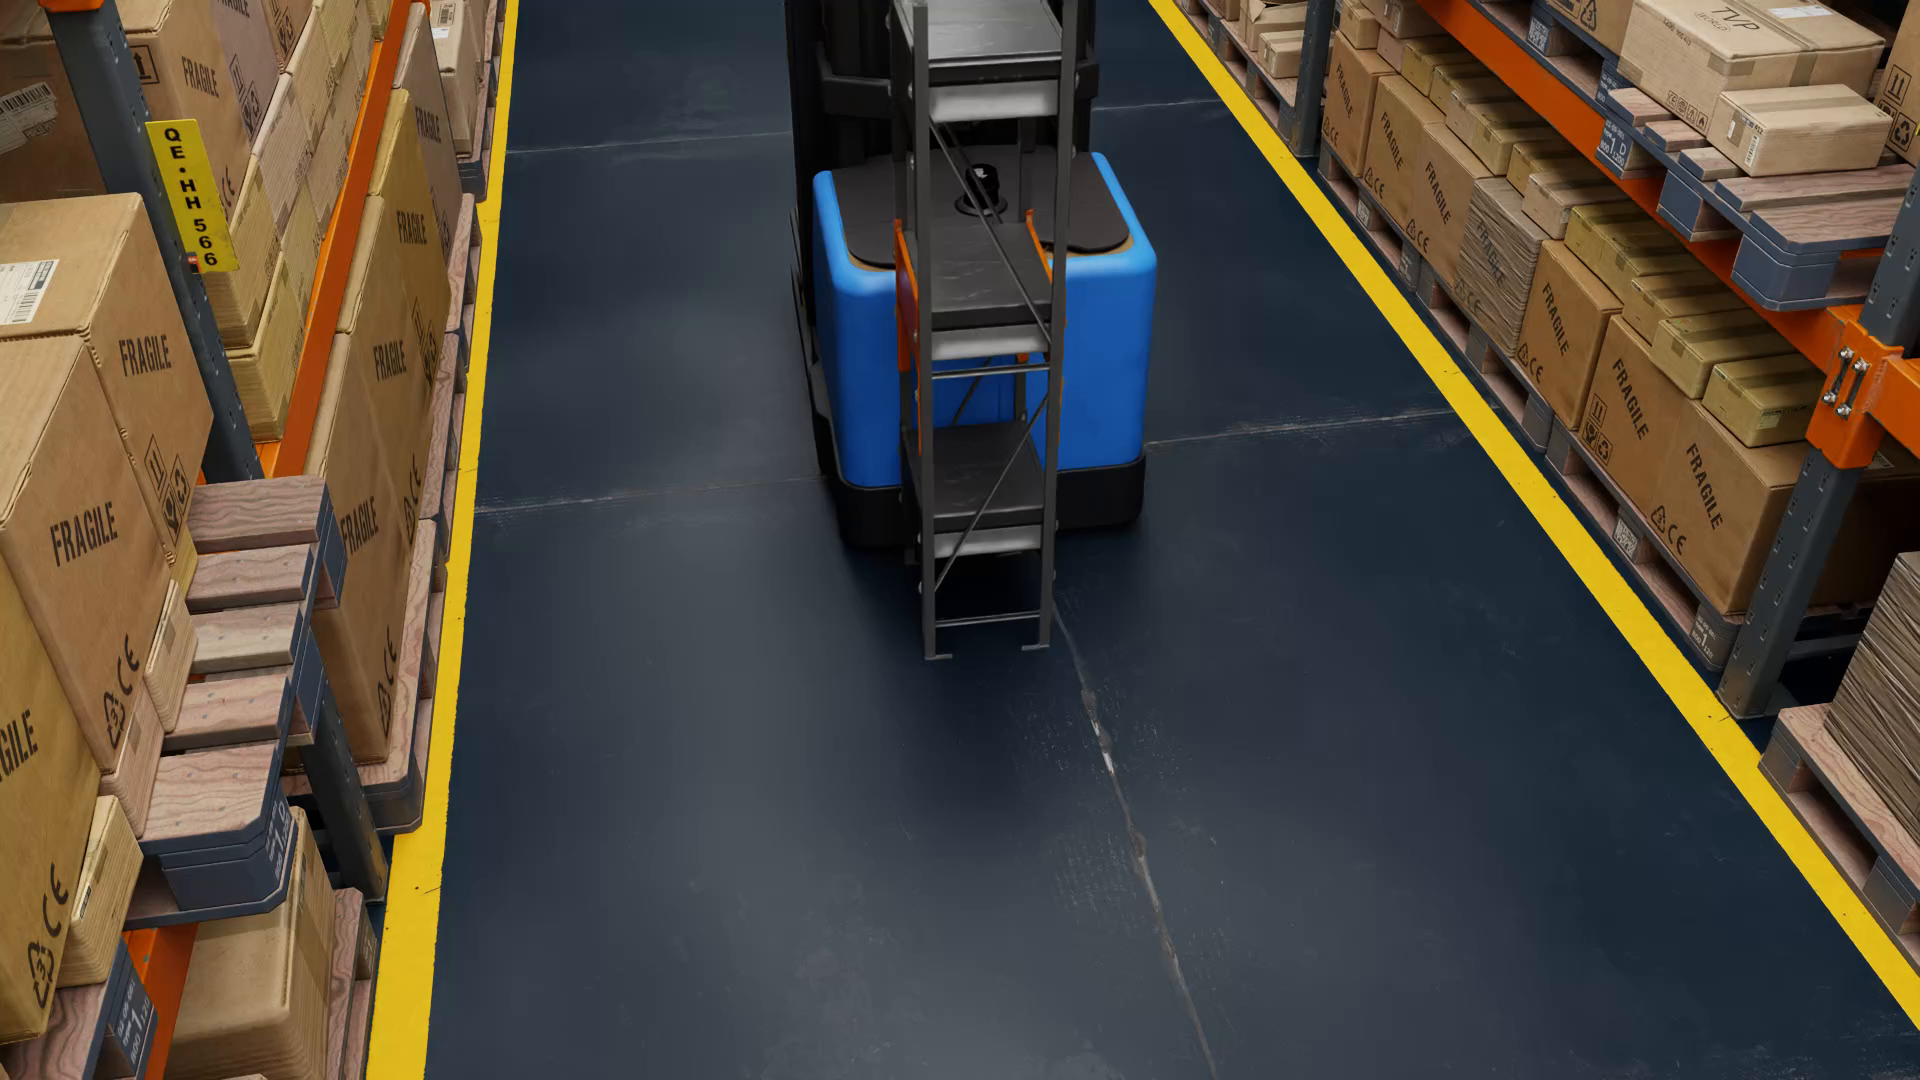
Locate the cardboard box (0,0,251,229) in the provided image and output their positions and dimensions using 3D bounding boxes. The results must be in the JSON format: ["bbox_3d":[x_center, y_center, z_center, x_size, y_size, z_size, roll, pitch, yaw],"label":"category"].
[{"bbox_3d":[-1.900,-0.945,3.625,0.500,0.500,0.500,-7,38,-9],"label":"cardboard box"}]

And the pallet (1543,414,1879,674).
[{"bbox_3d":[2.738,-0.077,5.677,1.003,0.211,1.213,-6,38,-8],"label":"pallet"}]

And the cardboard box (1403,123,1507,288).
[{"bbox_3d":[2.180,-1.379,6.775,0.500,0.500,0.500,-7,38,-9],"label":"cardboard box"}]

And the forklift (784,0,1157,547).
[{"bbox_3d":[-0.105,-2.034,5.979,1.130,2.935,3.031,-6,38,-7],"label":"forklift"}]

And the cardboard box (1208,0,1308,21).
[{"bbox_3d":[1.737,-3.206,9.128,0.700,0.500,0.500,-8,38,-10],"label":"cardboard box"}]

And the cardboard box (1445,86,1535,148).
[{"bbox_3d":[2.181,-1.697,6.655,0.380,0.149,0.250,-6,38,-8],"label":"cardboard box"}]

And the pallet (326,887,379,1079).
[{"bbox_3d":[-1.919,1.387,3.793,1.003,0.211,1.213,-6,38,-8],"label":"pallet"}]

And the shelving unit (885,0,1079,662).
[{"bbox_3d":[0.048,-0.615,4.831,0.431,2.100,0.503,-6,38,-7],"label":"shelving unit"}]

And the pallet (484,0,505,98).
[{"bbox_3d":[-3.029,-2.708,9.063,1.003,0.211,1.213,-6,38,-8],"label":"pallet"}]

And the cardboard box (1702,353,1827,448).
[{"bbox_3d":[2.496,-0.429,5.023,0.380,0.149,0.250,-8,39,-10],"label":"cardboard box"}]

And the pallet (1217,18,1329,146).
[{"bbox_3d":[2.011,-2.453,8.735,1.003,0.211,1.213,-6,38,-8],"label":"pallet"}]

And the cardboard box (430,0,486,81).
[{"bbox_3d":[-2.918,-2.688,8.511,0.875,0.438,0.875,-7,38,-9],"label":"cardboard box"}]

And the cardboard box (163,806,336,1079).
[{"bbox_3d":[-1.965,1.027,3.782,0.950,0.372,0.625,-9,39,-11],"label":"cardboard box"}]

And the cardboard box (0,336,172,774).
[{"bbox_3d":[-1.600,0.046,2.579,0.500,0.500,0.500,-7,38,-9],"label":"cardboard box"}]

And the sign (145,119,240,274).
[{"bbox_3d":[-1.522,-0.677,3.297,0.100,0.325,0.005,-6,38,-8],"label":"sign"}]

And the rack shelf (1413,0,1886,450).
[{"bbox_3d":[2.481,-1.647,6.011,1.077,0.370,4.000,-6,38,-8],"label":"rack shelf"}]

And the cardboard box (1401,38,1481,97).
[{"bbox_3d":[2.112,-2.016,7.066,0.380,0.149,0.250,-8,39,-10],"label":"cardboard box"}]

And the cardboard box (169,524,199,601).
[{"bbox_3d":[-1.647,0.073,3.073,0.380,0.149,0.250,-6,38,-7],"label":"cardboard box"}]

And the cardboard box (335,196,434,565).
[{"bbox_3d":[-2.246,-0.479,5.311,0.875,0.875,0.875,-6,38,-7],"label":"cardboard box"}]

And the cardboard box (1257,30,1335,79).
[{"bbox_3d":[1.744,-2.484,8.484,0.380,0.149,0.250,-7,38,-9],"label":"cardboard box"}]

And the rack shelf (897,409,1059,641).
[{"bbox_3d":[0.048,-0.052,5.268,0.431,0.518,0.480,-6,38,-7],"label":"rack shelf"}]

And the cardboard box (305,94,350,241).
[{"bbox_3d":[-2.086,-1.076,4.812,0.500,0.250,0.500,-5,38,-6],"label":"cardboard box"}]

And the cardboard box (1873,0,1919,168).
[{"bbox_3d":[2.895,-1.256,4.498,0.500,0.500,0.500,-5,38,-6],"label":"cardboard box"}]

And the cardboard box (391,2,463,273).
[{"bbox_3d":[-2.568,-1.564,6.707,0.875,0.875,0.875,-5,38,-7],"label":"cardboard box"}]

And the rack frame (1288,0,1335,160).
[{"bbox_3d":[2.130,-3.139,7.345,1.000,3.000,0.127,-6,38,-8],"label":"rack frame"}]

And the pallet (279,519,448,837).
[{"bbox_3d":[-2.118,0.430,5.024,1.003,0.211,1.213,-6,38,-8],"label":"pallet"}]

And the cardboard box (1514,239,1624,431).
[{"bbox_3d":[2.374,-0.753,5.970,0.500,0.500,0.500,-5,38,-6],"label":"cardboard box"}]

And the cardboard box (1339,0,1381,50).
[{"bbox_3d":[1.931,-2.328,7.469,0.380,0.149,0.250,-5,38,-6],"label":"cardboard box"}]

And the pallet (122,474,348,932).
[{"bbox_3d":[-1.825,0.308,3.065,1.213,0.211,1.003,-6,38,-8],"label":"pallet"}]

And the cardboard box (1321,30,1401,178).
[{"bbox_3d":[1.994,-2.001,7.576,0.500,0.500,0.500,-5,38,-6],"label":"cardboard box"}]

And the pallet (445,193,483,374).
[{"bbox_3d":[-2.546,-1.044,6.921,1.003,0.211,1.213,-6,38,-8],"label":"pallet"}]

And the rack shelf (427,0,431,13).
[{"bbox_3d":[-3.106,-3.527,8.431,1.077,0.370,4.000,-6,38,-8],"label":"rack shelf"}]

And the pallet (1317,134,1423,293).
[{"bbox_3d":[2.310,-1.550,7.574,1.003,0.211,1.213,-6,38,-8],"label":"pallet"}]

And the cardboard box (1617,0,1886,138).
[{"bbox_3d":[2.328,-1.432,4.928,0.500,0.250,0.500,-8,39,-10],"label":"cardboard box"}]

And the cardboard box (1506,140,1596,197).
[{"bbox_3d":[2.298,-1.387,6.256,0.380,0.149,0.250,-6,38,-8],"label":"cardboard box"}]

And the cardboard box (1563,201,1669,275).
[{"bbox_3d":[2.369,-1.069,5.848,0.380,0.149,0.250,-7,38,-9],"label":"cardboard box"}]

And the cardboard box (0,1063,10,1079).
[{"bbox_3d":[-1.415,0.681,1.763,0.500,0.500,0.500,-8,39,-10],"label":"cardboard box"}]

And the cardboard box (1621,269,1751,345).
[{"bbox_3d":[2.415,-0.754,5.442,0.380,0.149,0.250,-7,38,-9],"label":"cardboard box"}]

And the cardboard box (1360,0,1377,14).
[{"bbox_3d":[1.991,-2.452,7.386,0.380,0.149,0.250,-7,38,-9],"label":"cardboard box"}]

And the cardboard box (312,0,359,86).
[{"bbox_3d":[-2.141,-1.580,5.054,0.500,0.250,0.500,-6,38,-7],"label":"cardboard box"}]

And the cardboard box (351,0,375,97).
[{"bbox_3d":[-2.271,-1.685,5.596,0.500,0.250,0.500,-7,38,-9],"label":"cardboard box"}]

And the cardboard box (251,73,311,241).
[{"bbox_3d":[-1.990,-0.970,4.268,0.500,0.250,0.500,-5,38,-7],"label":"cardboard box"}]

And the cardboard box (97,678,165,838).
[{"bbox_3d":[-1.523,0.374,2.686,0.380,0.149,0.250,-8,39,-10],"label":"cardboard box"}]

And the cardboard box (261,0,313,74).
[{"bbox_3d":[-2.072,-1.558,4.414,0.500,0.500,0.500,-5,38,-7],"label":"cardboard box"}]

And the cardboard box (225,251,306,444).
[{"bbox_3d":[-1.893,-0.450,4.007,0.500,0.250,0.500,-7,38,-9],"label":"cardboard box"}]

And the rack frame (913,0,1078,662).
[{"bbox_3d":[0.086,-0.468,4.640,0.400,2.100,0.015,-6,38,-7],"label":"rack frame"}]

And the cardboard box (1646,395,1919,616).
[{"bbox_3d":[2.546,-0.134,5.173,0.500,0.500,0.500,-5,38,-7],"label":"cardboard box"}]

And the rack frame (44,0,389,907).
[{"bbox_3d":[-2.054,-0.187,3.545,1.000,3.000,0.127,-6,38,-8],"label":"rack frame"}]

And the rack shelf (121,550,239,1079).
[{"bbox_3d":[-1.704,1.305,2.211,1.077,0.370,4.000,-6,38,-8],"label":"rack shelf"}]
